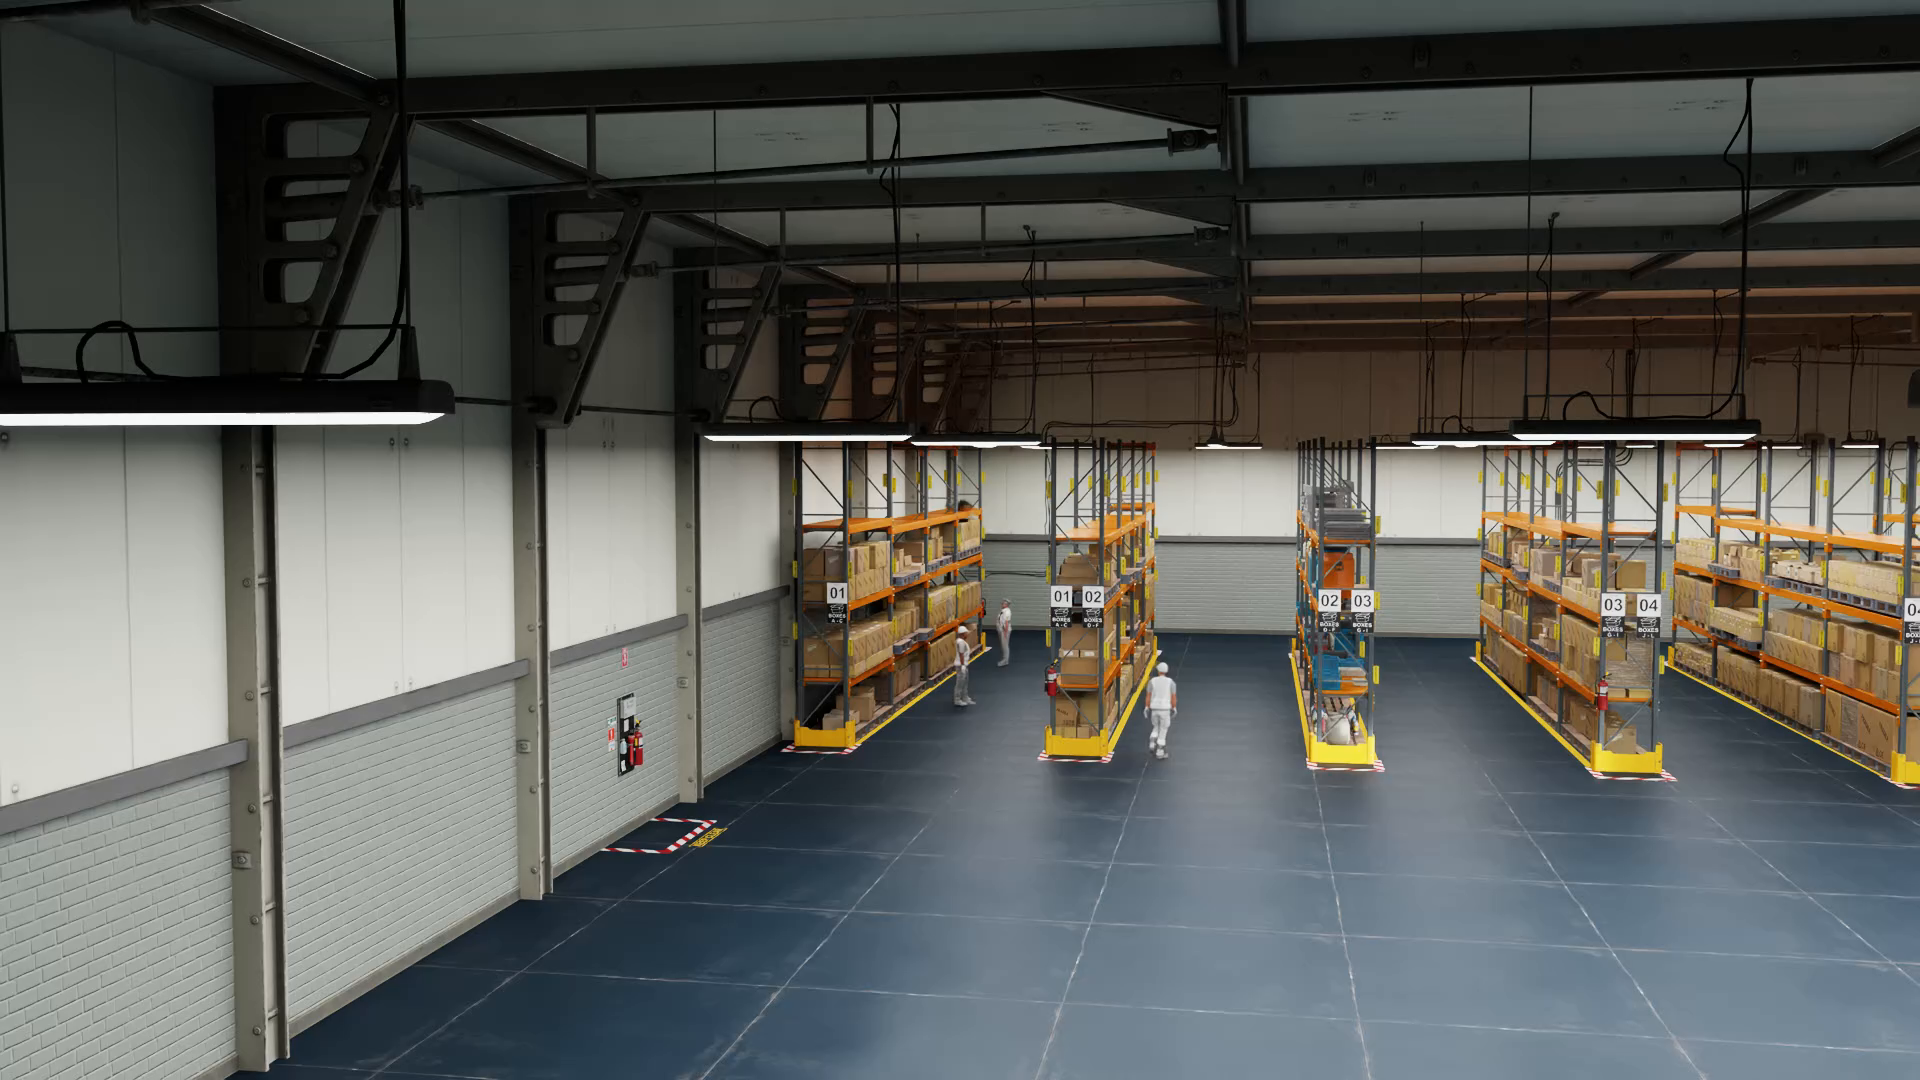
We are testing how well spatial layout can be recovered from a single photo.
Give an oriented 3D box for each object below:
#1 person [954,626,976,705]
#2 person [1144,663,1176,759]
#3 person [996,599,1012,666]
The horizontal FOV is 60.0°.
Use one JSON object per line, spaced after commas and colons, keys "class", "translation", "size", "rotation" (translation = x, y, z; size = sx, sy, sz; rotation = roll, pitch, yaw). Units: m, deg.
{"class": "person", "translation": [0.117, 2.840, 37.583], "size": [0.507, 1.781, 0.611], "rotation": [0, 3, 0]}
{"class": "person", "translation": [3.766, 3.201, 31.130], "size": [0.550, 1.822, 0.499], "rotation": [2, 4, 36]}
{"class": "person", "translation": [1.170, 2.467, 44.863], "size": [0.445, 1.784, 0.603], "rotation": [-1, 3, -11]}
